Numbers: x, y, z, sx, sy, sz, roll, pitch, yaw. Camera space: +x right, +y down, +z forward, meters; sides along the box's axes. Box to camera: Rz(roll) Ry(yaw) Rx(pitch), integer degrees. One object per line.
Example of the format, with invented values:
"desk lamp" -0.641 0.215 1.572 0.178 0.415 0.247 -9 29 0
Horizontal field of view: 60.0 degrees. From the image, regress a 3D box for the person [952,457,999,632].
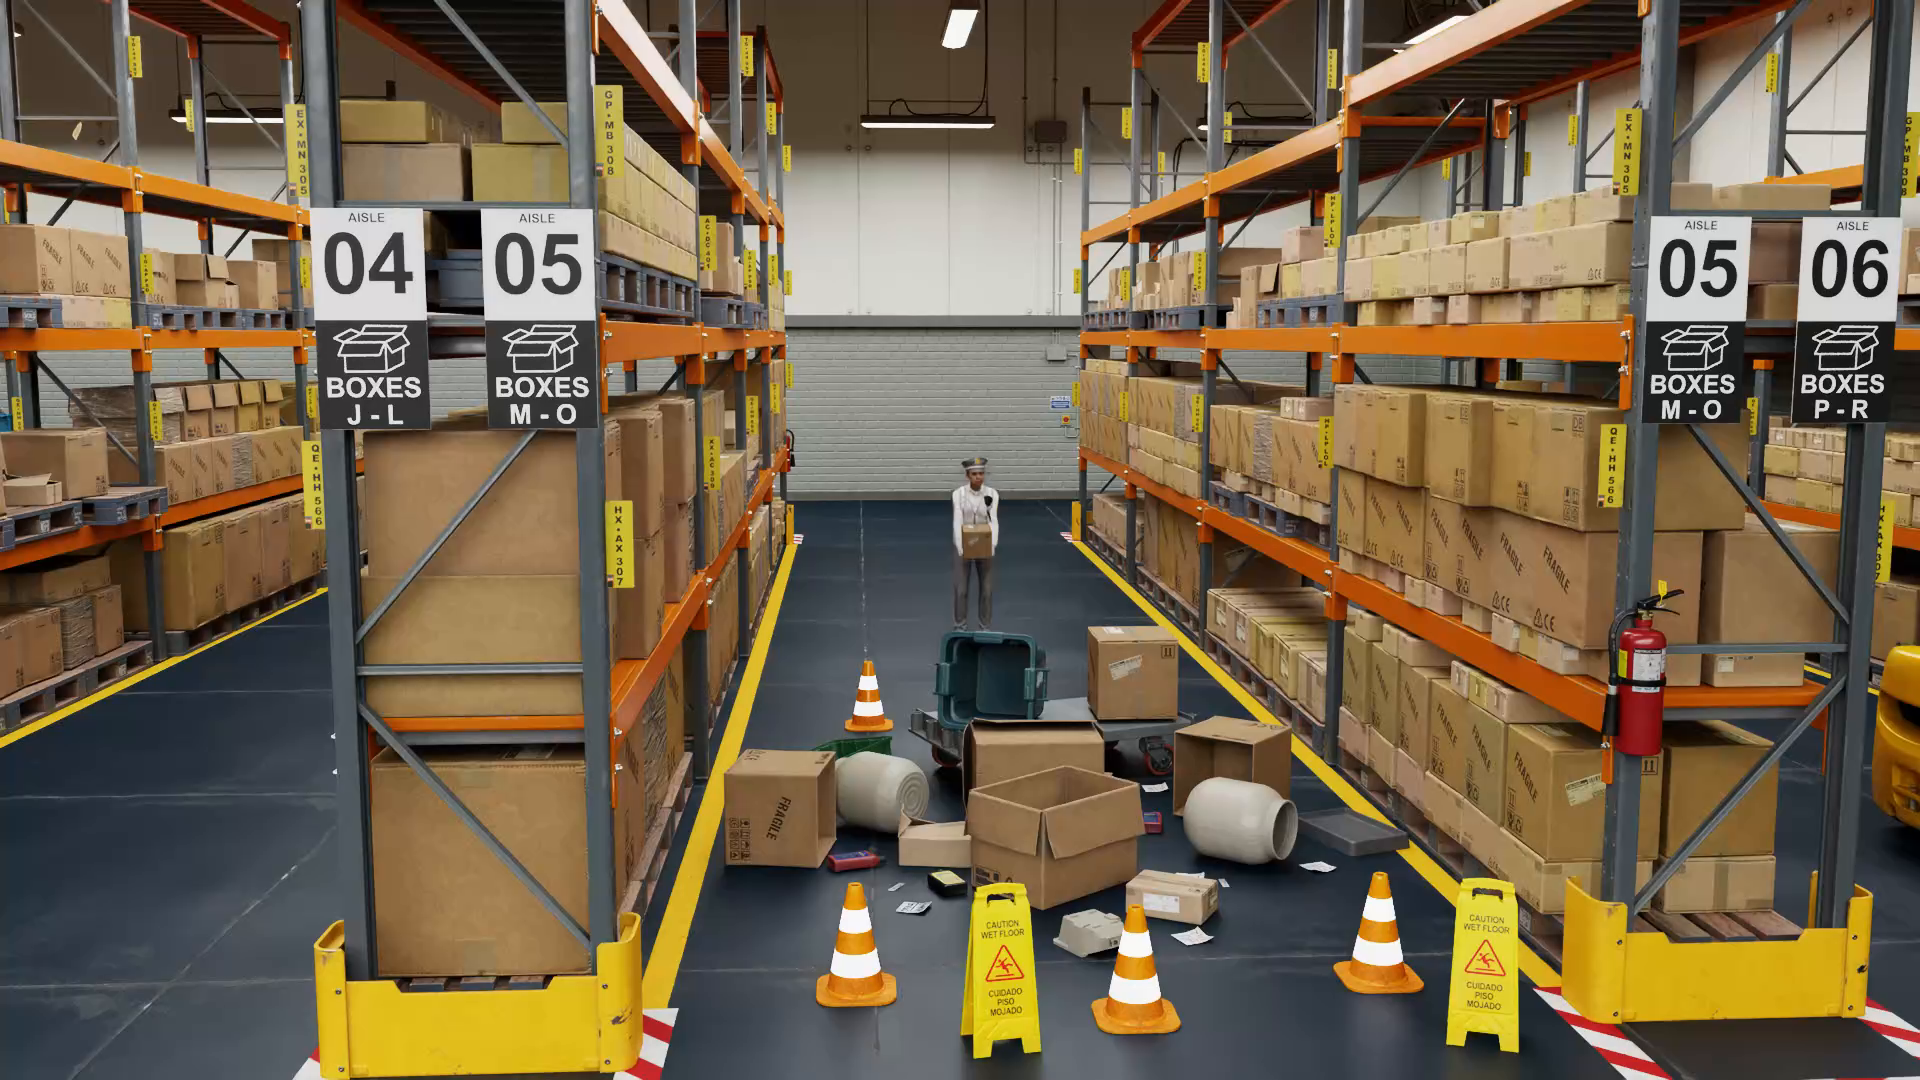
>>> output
"person" 0.143 0.095 14.926 0.416 1.684 0.530 -1 7 -5
